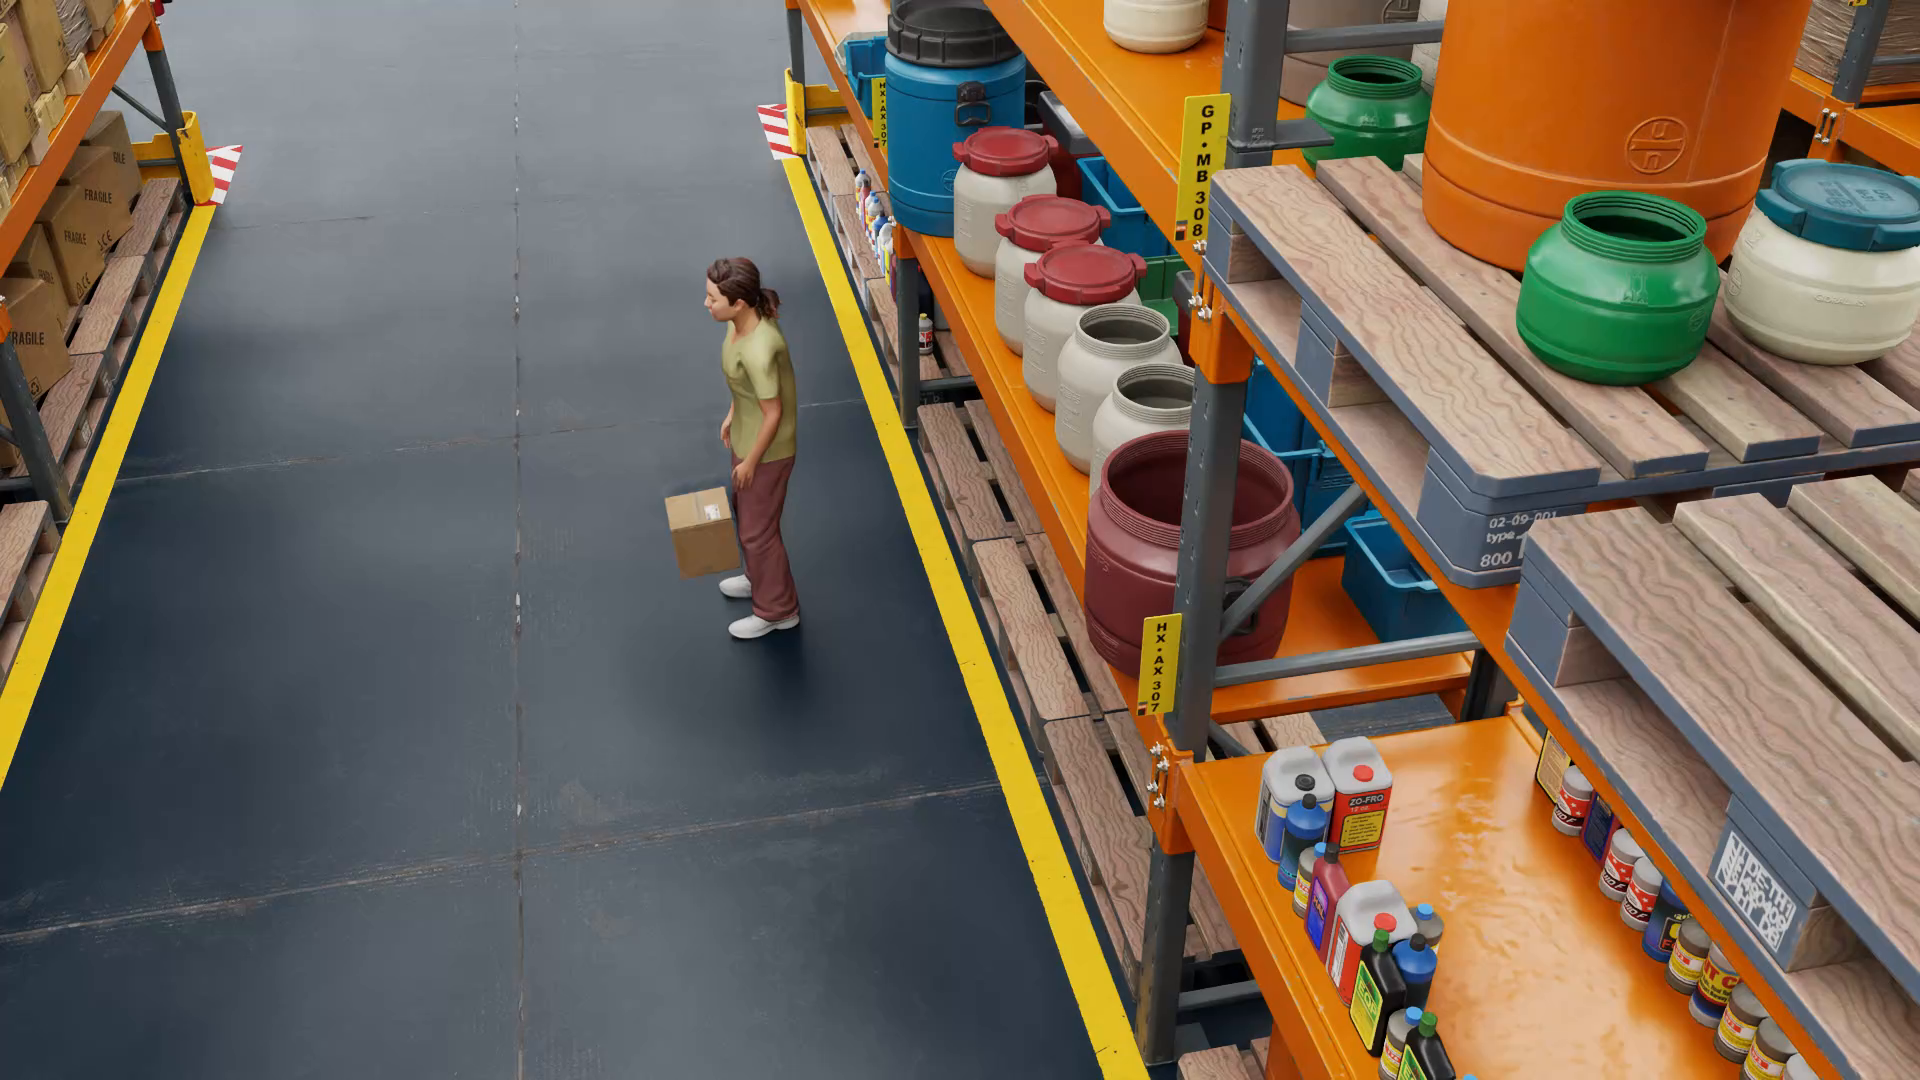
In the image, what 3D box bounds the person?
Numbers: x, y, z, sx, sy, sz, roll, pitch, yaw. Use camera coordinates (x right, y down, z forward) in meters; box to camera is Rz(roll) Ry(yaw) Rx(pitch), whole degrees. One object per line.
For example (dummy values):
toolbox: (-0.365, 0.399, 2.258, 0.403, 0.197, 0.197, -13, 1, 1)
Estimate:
person: (-0.830, -0.372, 6.685, 0.361, 1.675, 0.483, -8, 35, -12)
